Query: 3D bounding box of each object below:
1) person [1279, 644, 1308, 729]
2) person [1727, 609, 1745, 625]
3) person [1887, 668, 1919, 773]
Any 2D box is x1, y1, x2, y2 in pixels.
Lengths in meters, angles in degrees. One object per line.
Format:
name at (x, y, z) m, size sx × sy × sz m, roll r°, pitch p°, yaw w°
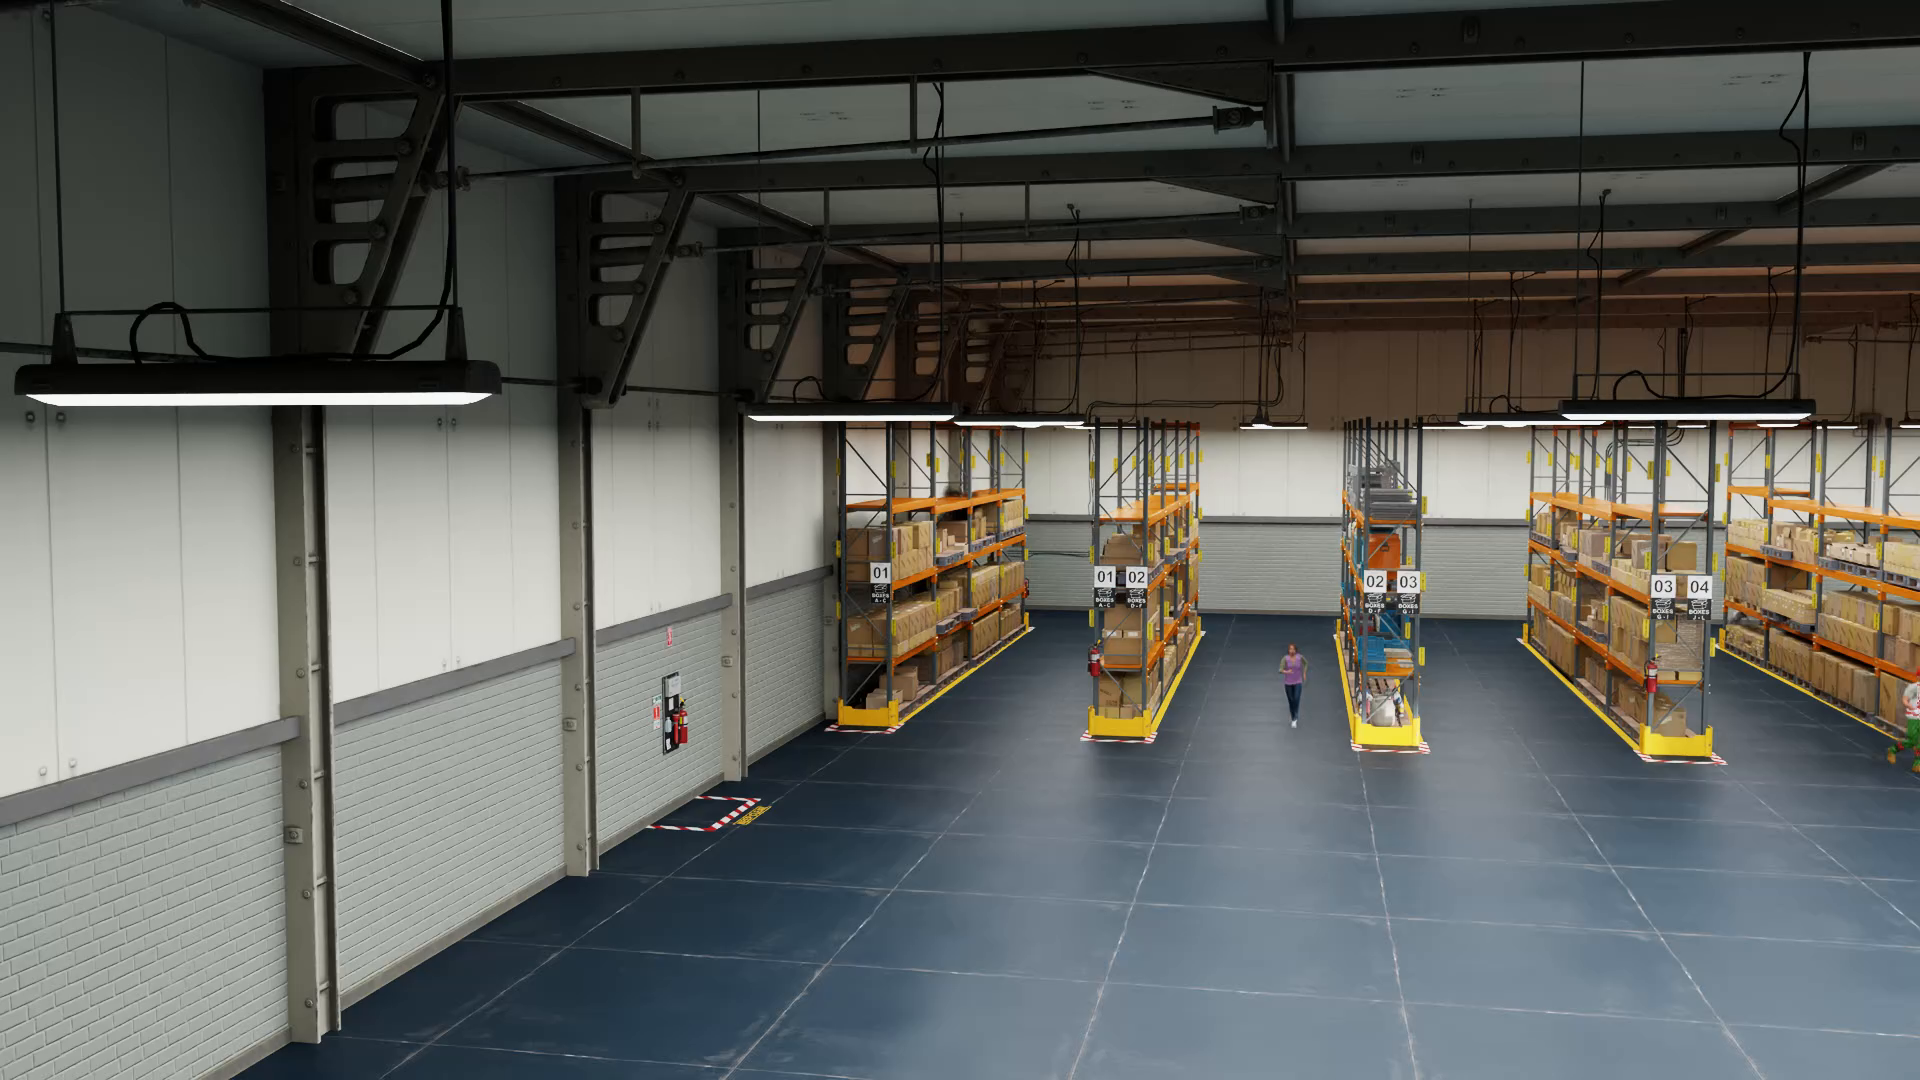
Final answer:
person at (6.485, 2.835, 32.374) m, size 0.544 × 1.664 × 0.754 m, roll 1°, pitch 4°, yaw 13°
person at (21.121, 1.980, 45.193) m, size 0.546 × 1.645 × 0.671 m, roll 3°, pitch 5°, yaw 41°
person at (16.187, 3.026, 28.168) m, size 0.701 × 1.756 × 0.785 m, roll -2°, pitch 4°, yaw -23°
